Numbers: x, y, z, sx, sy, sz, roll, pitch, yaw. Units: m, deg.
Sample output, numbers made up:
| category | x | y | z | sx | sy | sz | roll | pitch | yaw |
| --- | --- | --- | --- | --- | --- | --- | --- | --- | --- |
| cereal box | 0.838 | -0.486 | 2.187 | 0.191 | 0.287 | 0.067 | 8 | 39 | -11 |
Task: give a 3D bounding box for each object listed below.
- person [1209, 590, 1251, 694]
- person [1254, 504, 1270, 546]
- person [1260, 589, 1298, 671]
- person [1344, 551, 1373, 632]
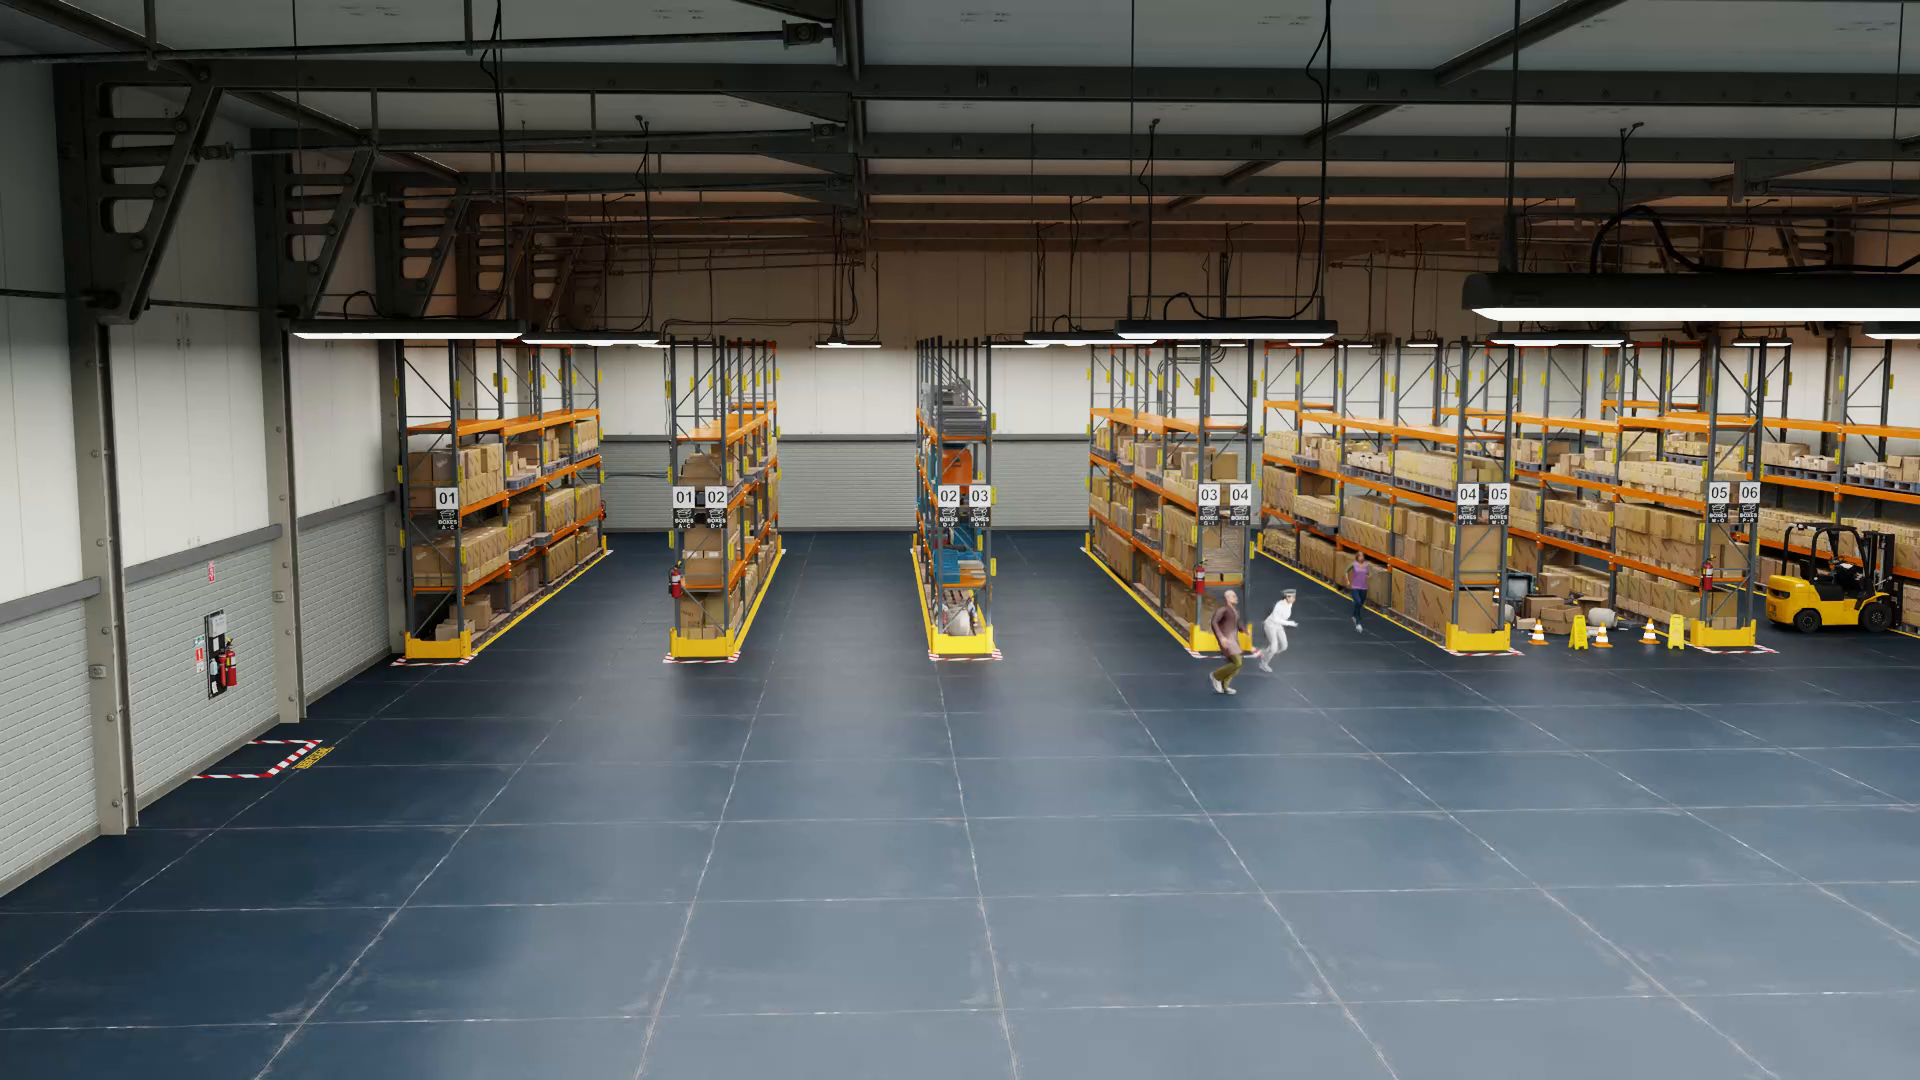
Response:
| category | x | y | z | sx | sy | sz | roll | pitch | yaw |
| --- | --- | --- | --- | --- | --- | --- | --- | --- | --- |
| person | 4.520 | 1.706 | 27.797 | 0.629 | 1.745 | 0.723 | 3 | 7 | 27 |
| person | 9.036 | -0.632 | 48.959 | 0.728 | 1.629 | 0.591 | -2 | 7 | -13 |
| person | 5.738 | 1.610 | 29.758 | 0.762 | 1.525 | 0.635 | 5 | 8 | 39 |
| person | 8.212 | 1.029 | 34.254 | 0.518 | 1.631 | 0.783 | -1 | 7 | -8 |
